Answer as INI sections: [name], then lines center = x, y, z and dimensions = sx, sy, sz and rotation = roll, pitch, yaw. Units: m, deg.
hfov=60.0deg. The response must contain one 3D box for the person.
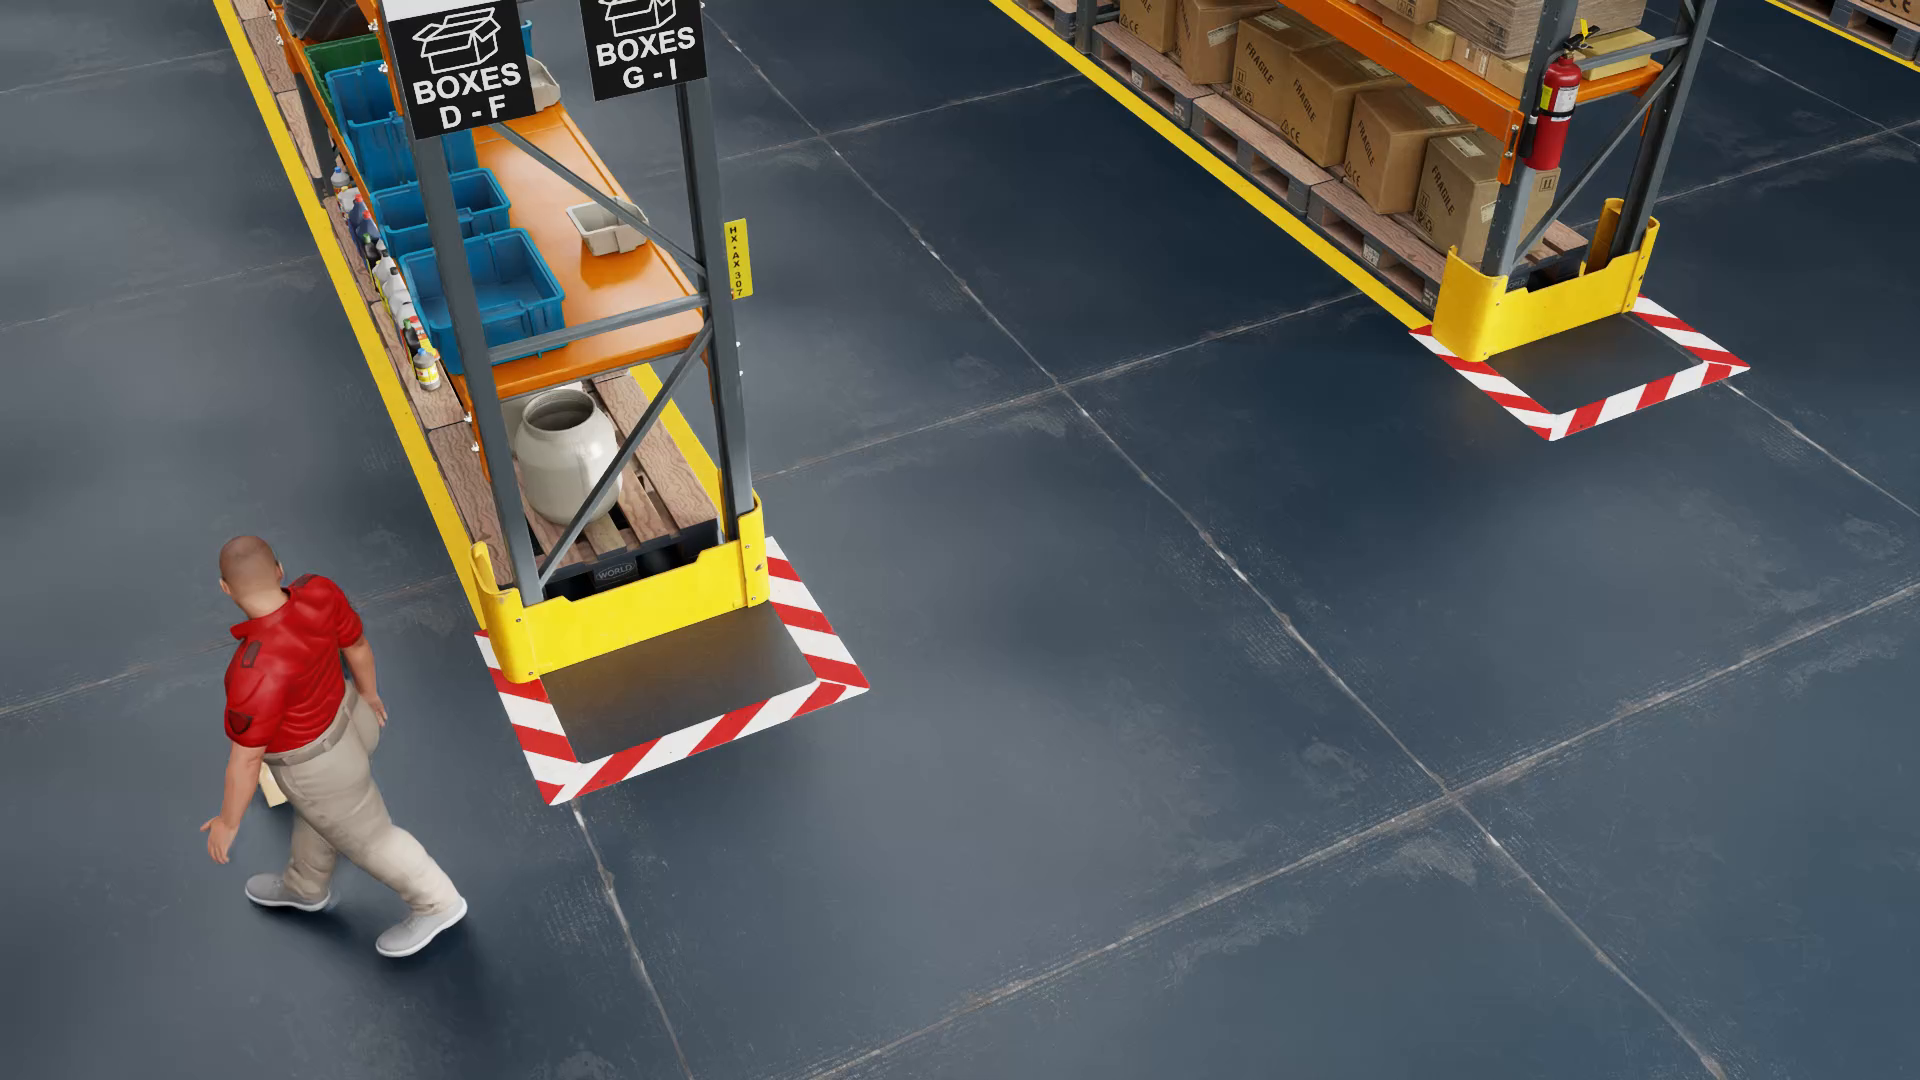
[person]
center = -2.153, 0.717, 5.330
dimensions = 0.813, 1.699, 0.656
rotation = -2, 41, -2
